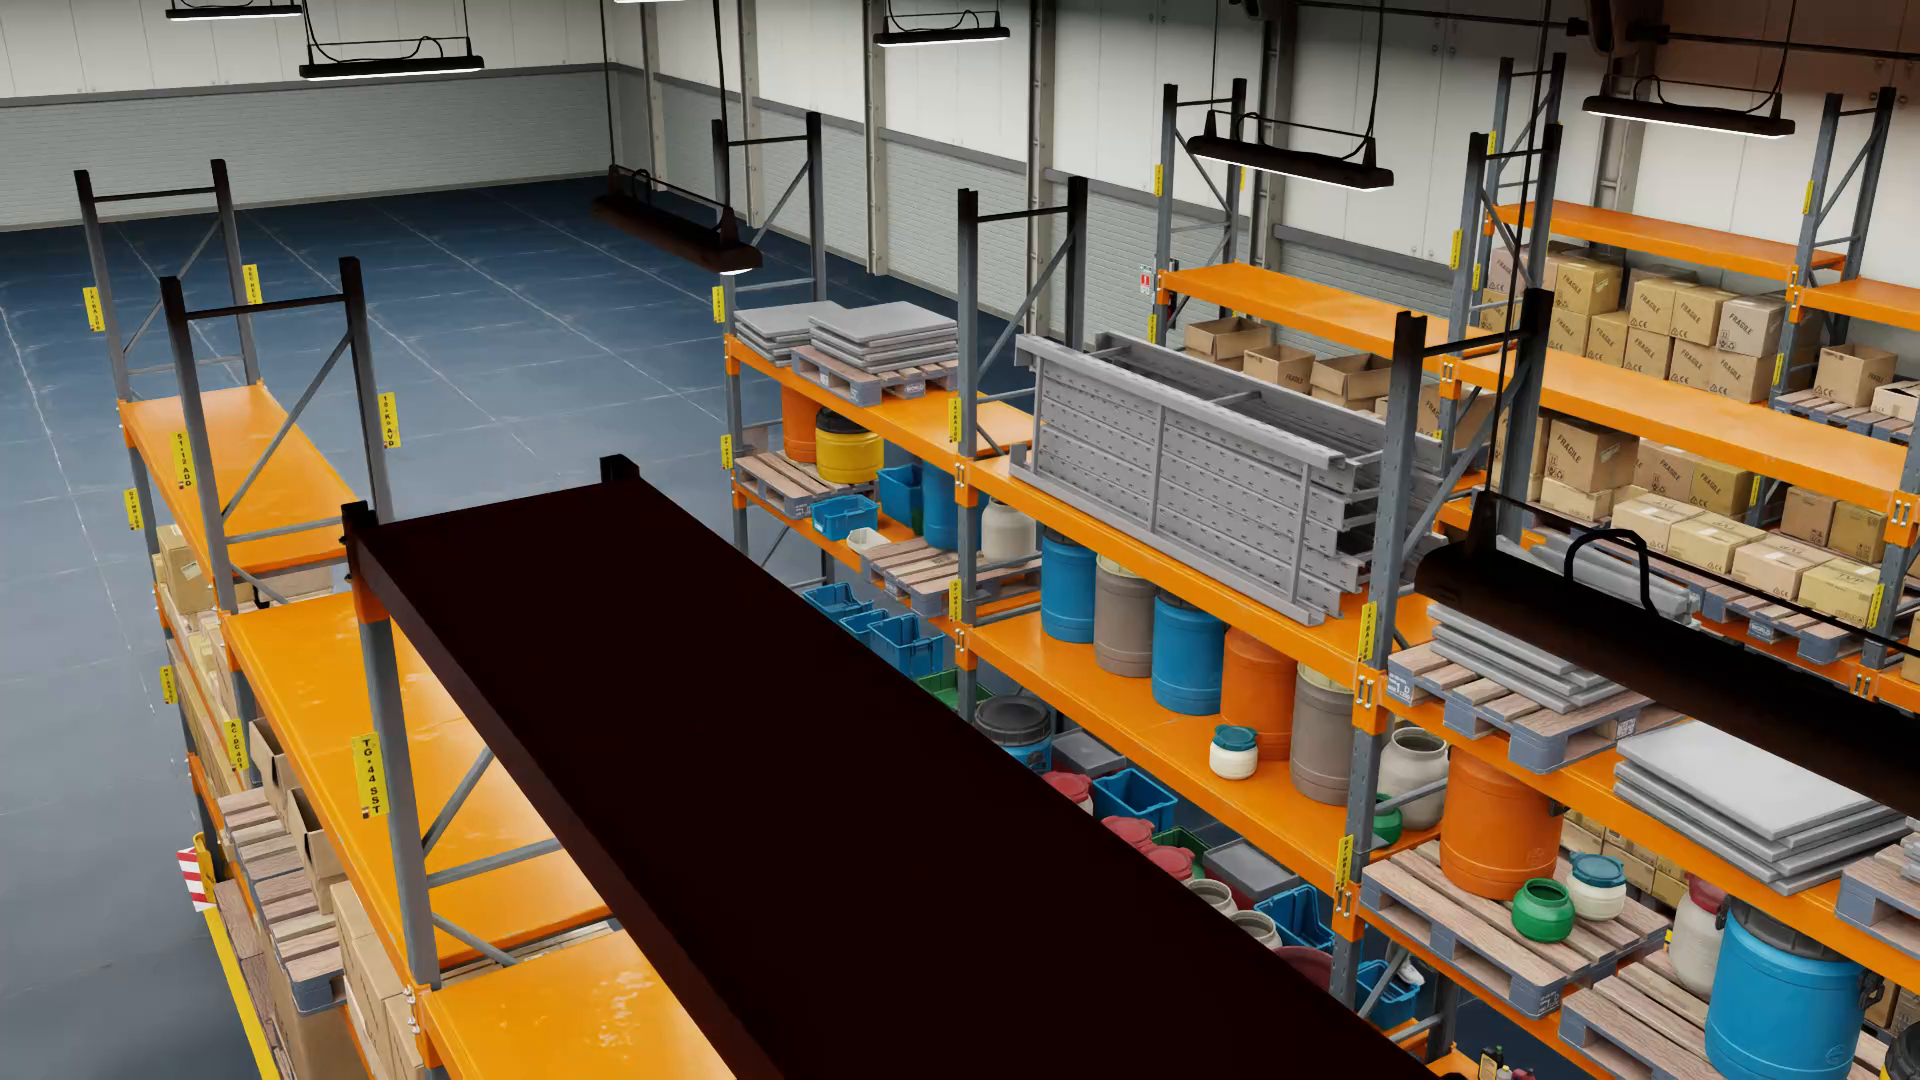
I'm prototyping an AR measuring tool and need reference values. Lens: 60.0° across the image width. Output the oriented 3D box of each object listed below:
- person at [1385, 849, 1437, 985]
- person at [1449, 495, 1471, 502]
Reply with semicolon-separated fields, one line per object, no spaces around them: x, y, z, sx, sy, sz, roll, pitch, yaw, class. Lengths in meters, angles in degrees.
3.484;2.579;12.542;0.601;1.772;0.486;-14;26;-30;person
5.735;-0.278;19.813;0.680;1.798;0.479;-15;26;-33;person
